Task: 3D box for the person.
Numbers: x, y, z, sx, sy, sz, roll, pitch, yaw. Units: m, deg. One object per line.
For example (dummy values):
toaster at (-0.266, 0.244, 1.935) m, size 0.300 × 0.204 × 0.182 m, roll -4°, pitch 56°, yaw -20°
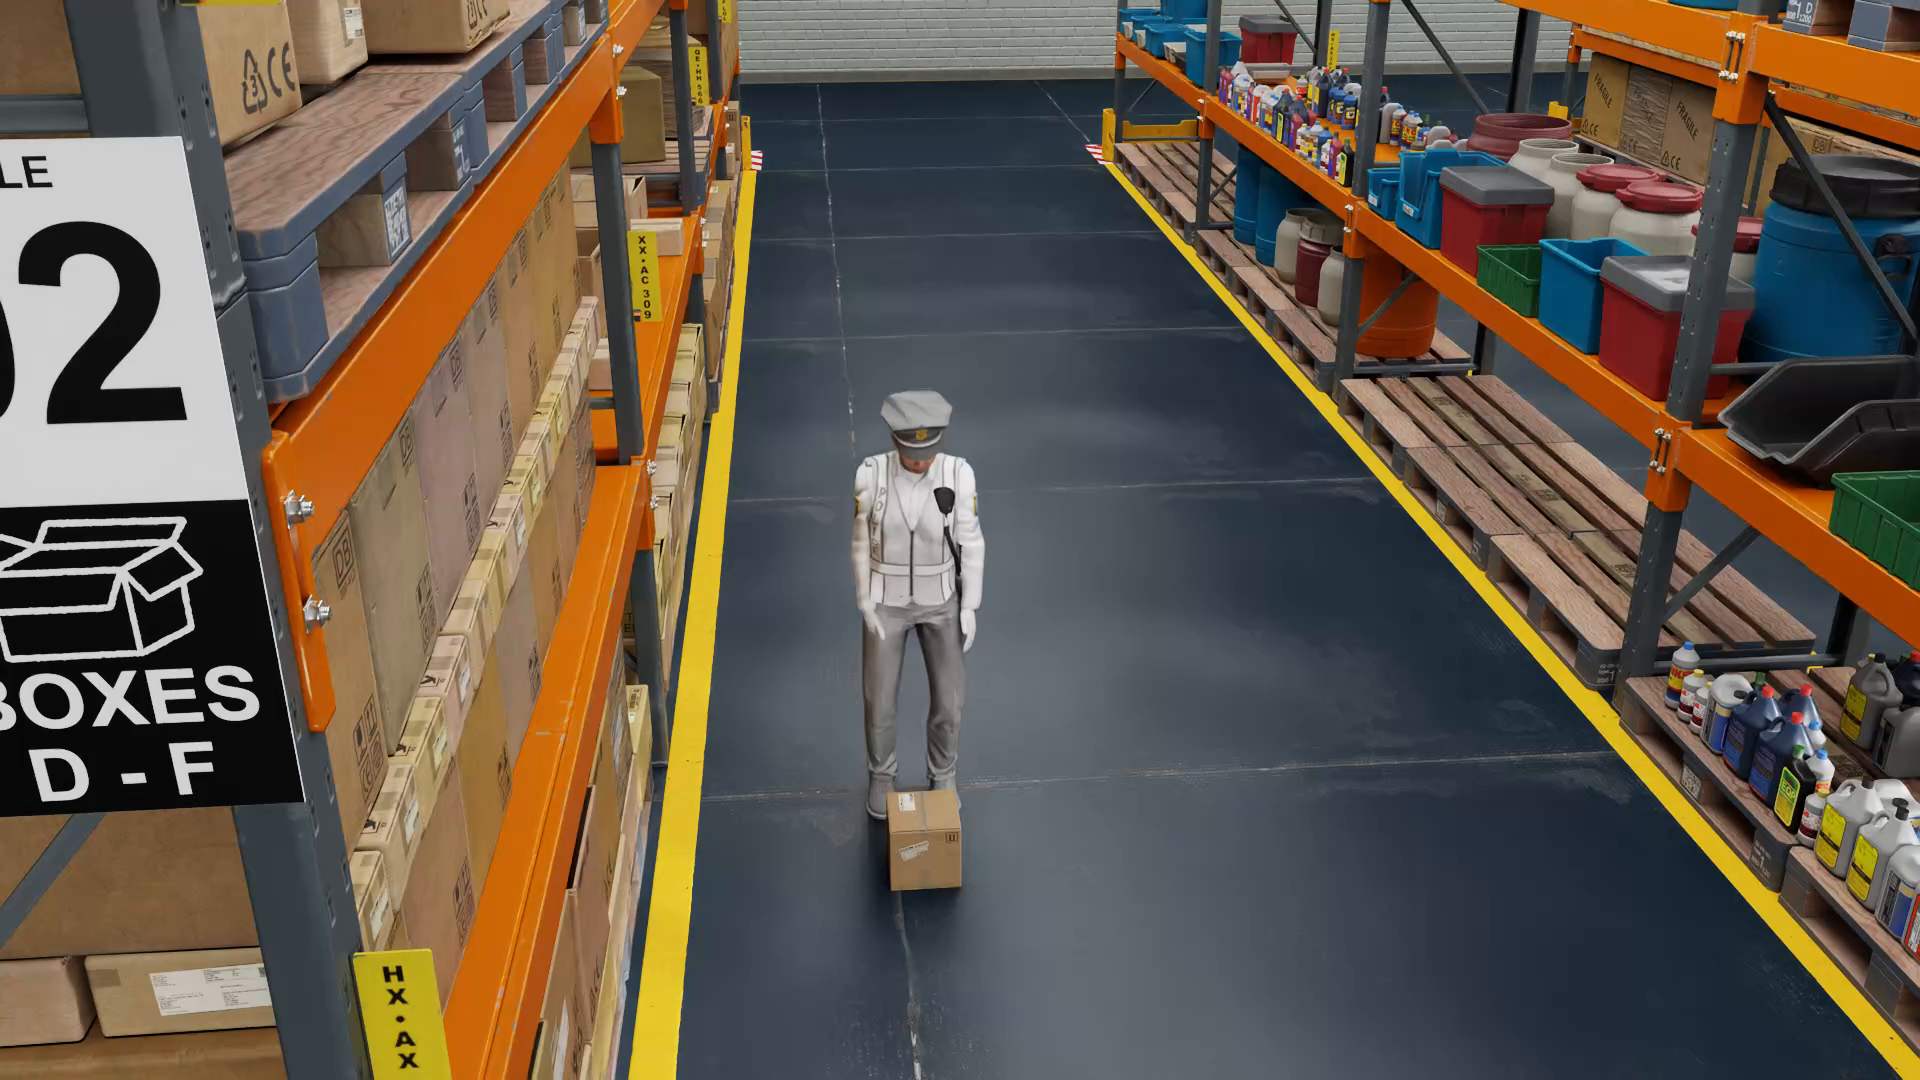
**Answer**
person at (-0.151, 0.250, 6.064) m, size 0.485 × 1.650 × 0.381 m, roll -1°, pitch 24°, yaw -3°
